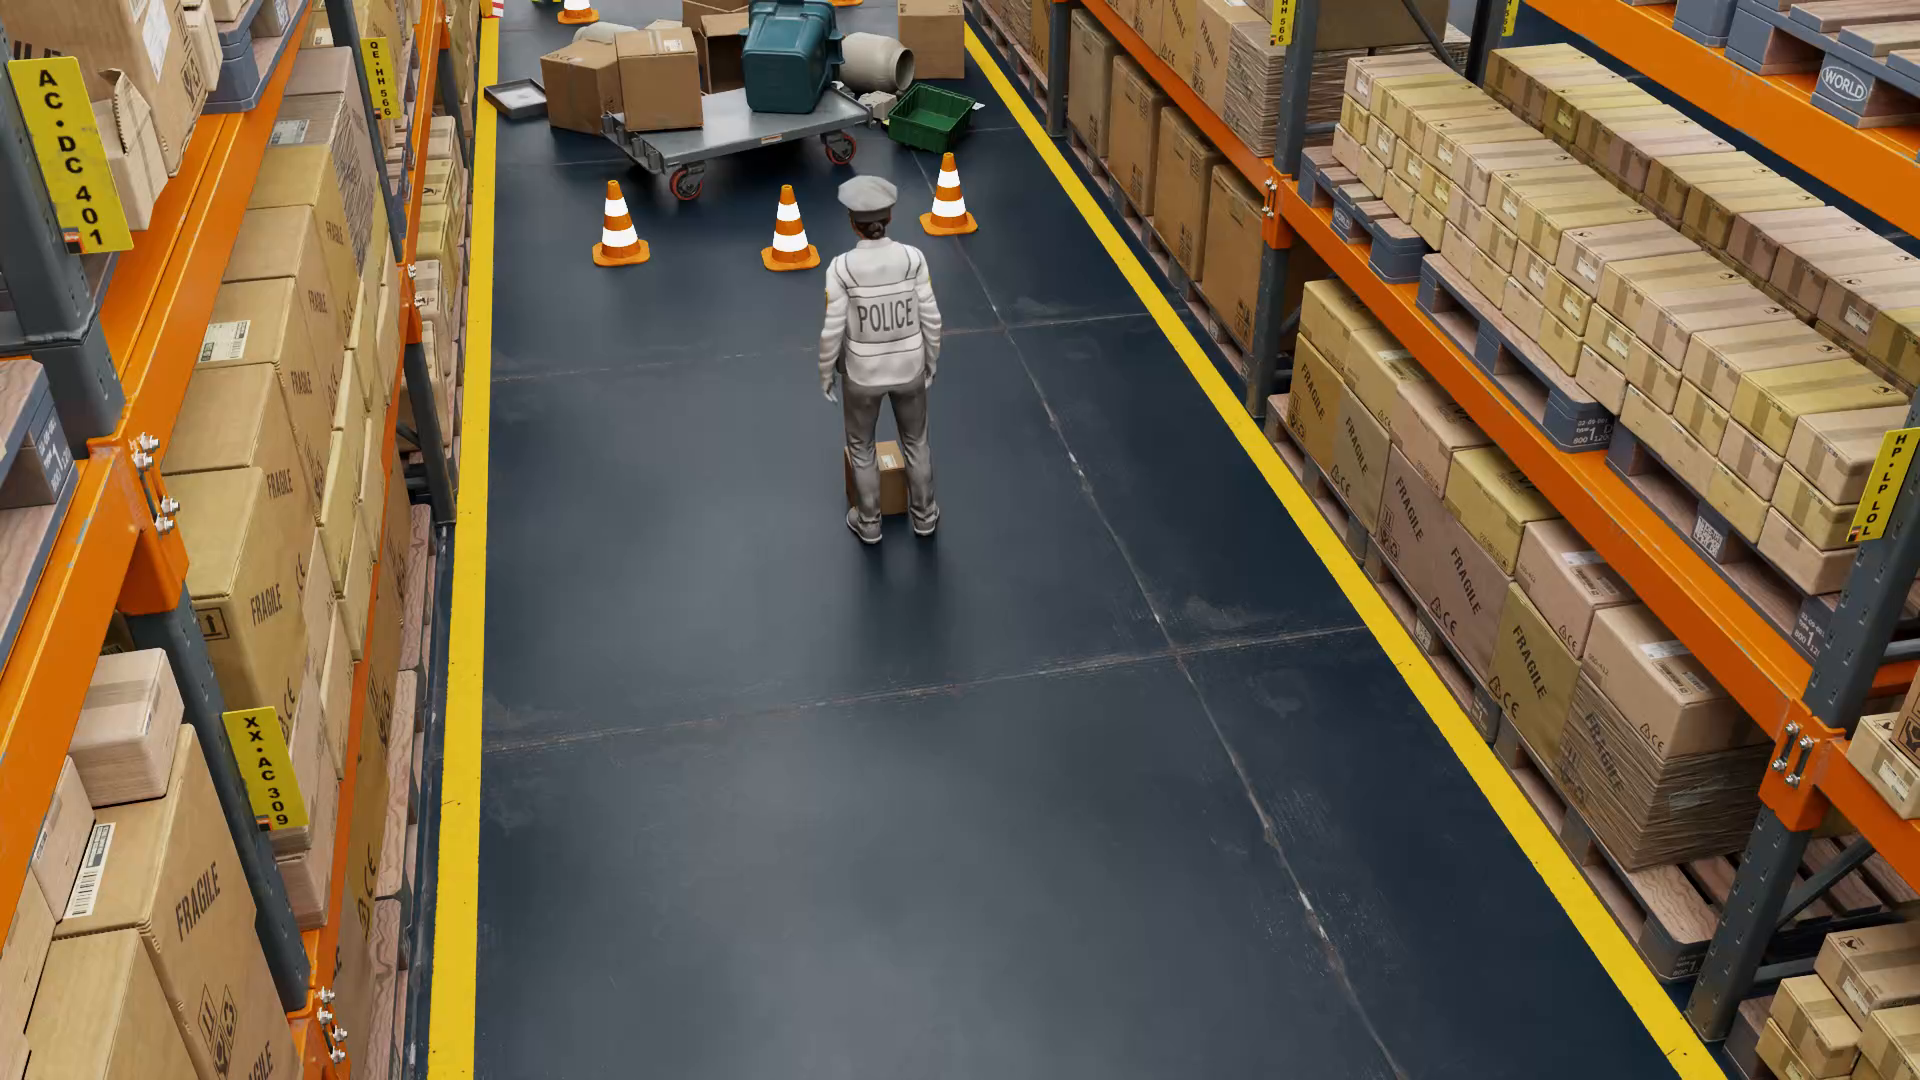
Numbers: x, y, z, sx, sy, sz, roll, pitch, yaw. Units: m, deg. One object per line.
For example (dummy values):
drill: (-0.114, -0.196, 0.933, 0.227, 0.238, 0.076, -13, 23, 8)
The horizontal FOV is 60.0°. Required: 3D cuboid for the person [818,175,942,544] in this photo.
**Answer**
person: (-0.342, -0.734, 7.203, 0.546, 1.667, 0.369, -9, 36, -13)
